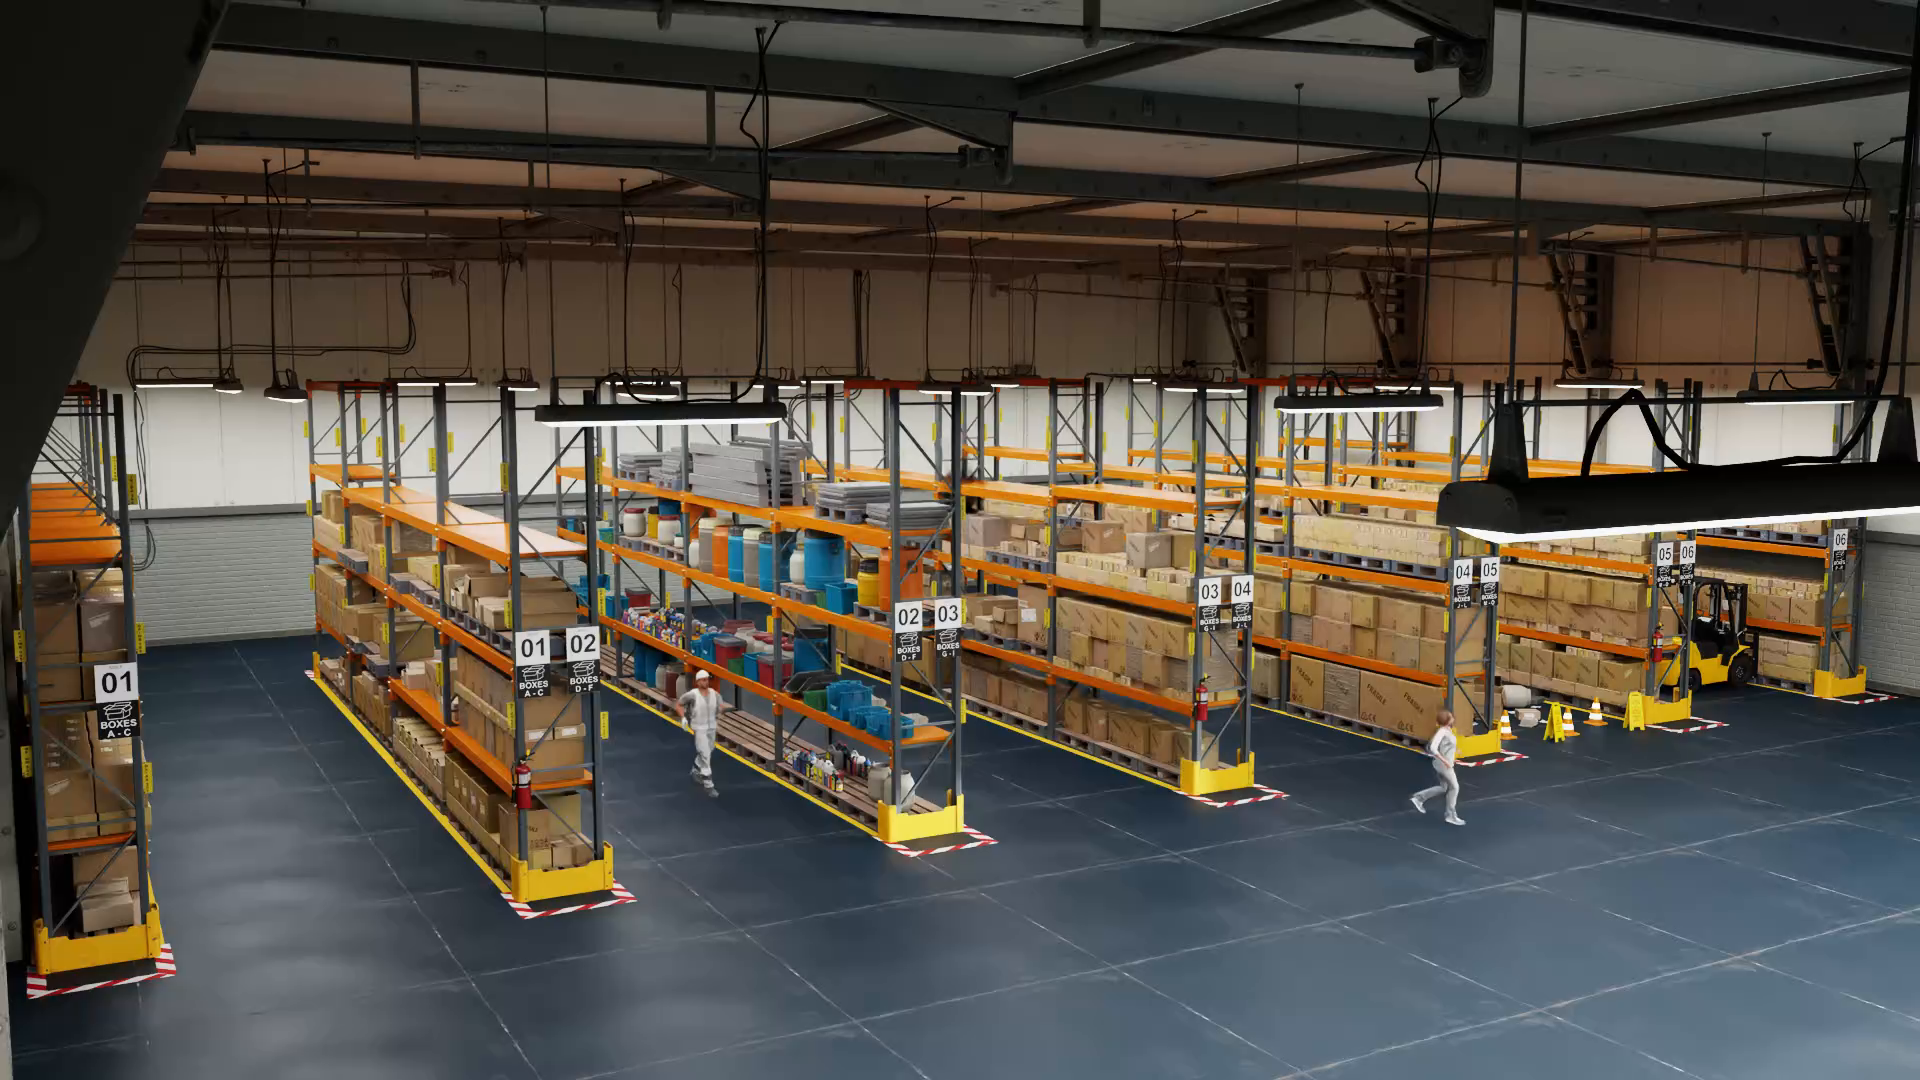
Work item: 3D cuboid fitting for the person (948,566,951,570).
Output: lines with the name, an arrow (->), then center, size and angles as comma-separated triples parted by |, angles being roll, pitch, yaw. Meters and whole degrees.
person -> -0.223, 1.428, 38.502 | 0.635, 1.663, 0.913 | -3, 7, -27

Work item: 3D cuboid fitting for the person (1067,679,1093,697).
person -> 2.300, 2.116, 31.409 | 0.677, 1.817, 0.798 | -4, 7, -36

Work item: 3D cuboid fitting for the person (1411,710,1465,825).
person -> 6.608, 3.126, 22.917 | 0.735, 1.583, 0.532 | 2, 6, 16

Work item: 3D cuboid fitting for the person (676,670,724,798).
person -> -3.776, 2.813, 24.498 | 0.655, 1.810, 0.925 | -5, 8, -41
